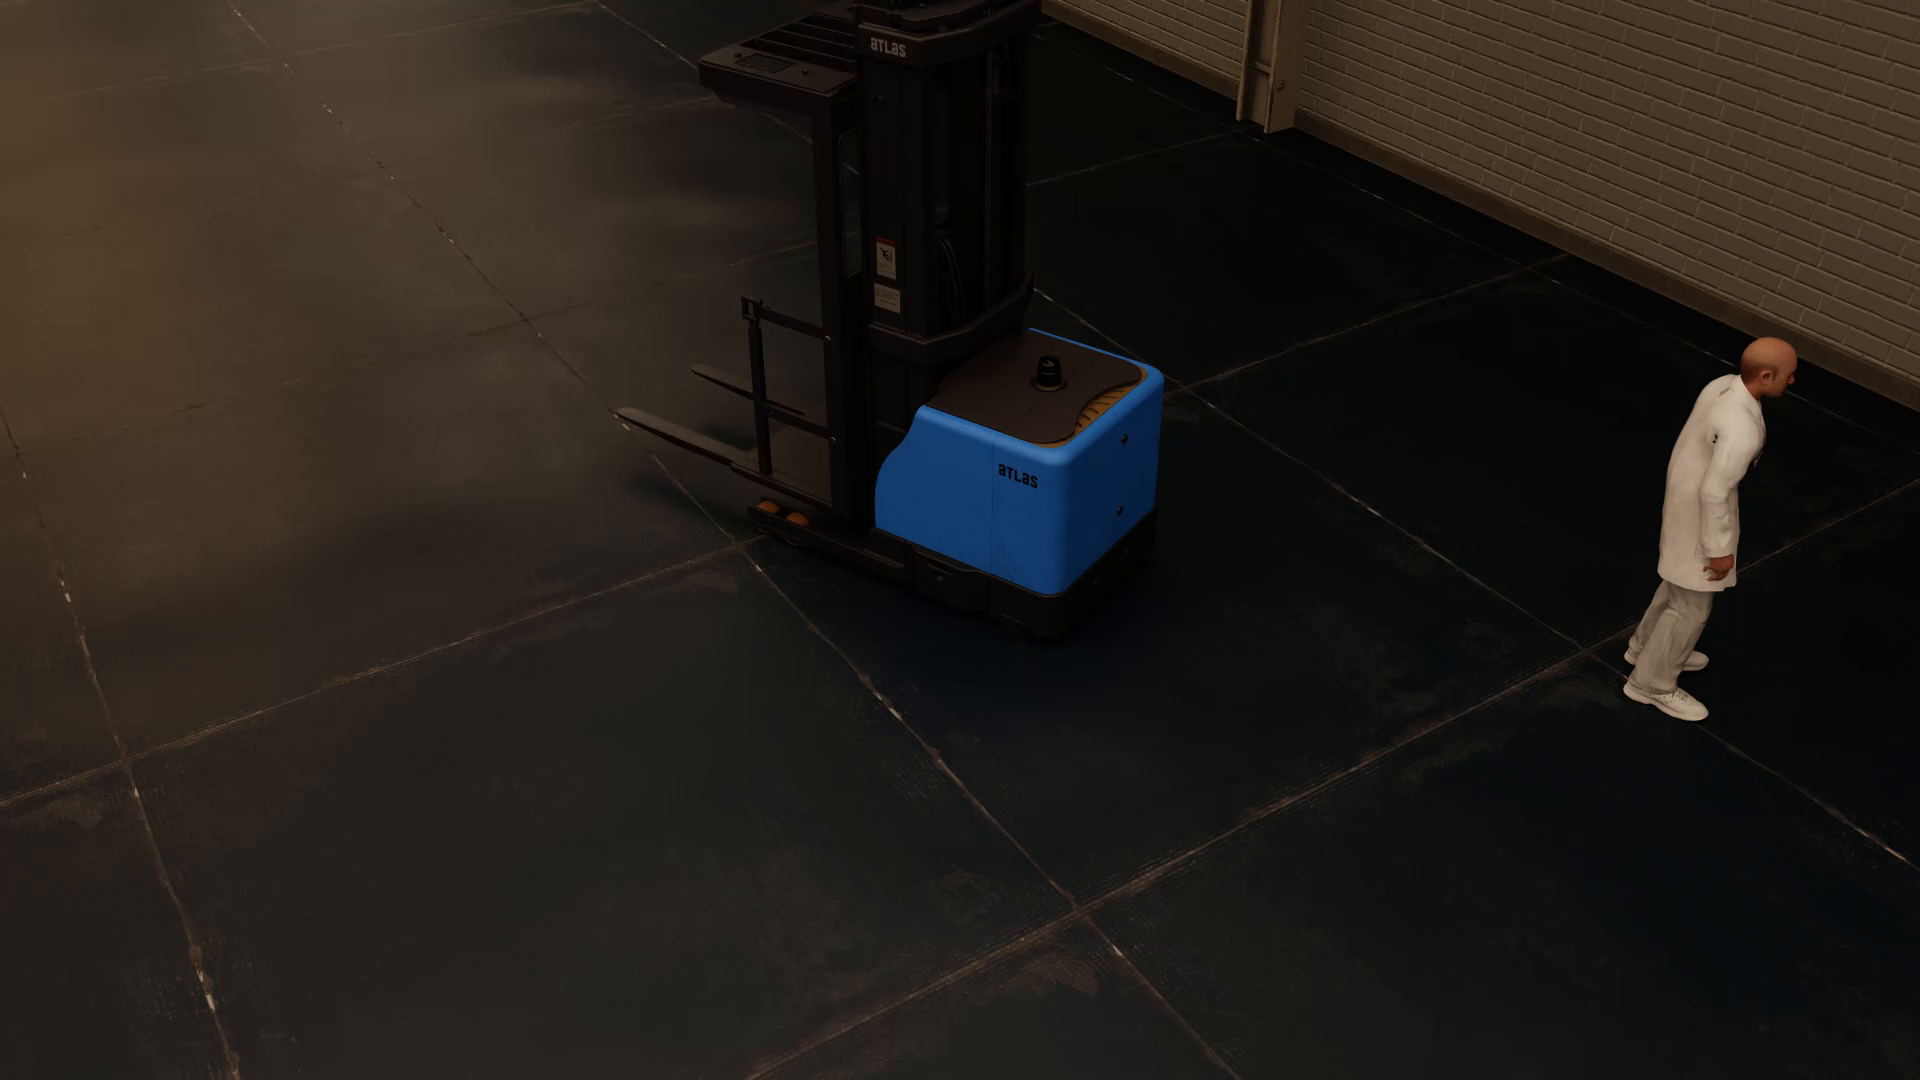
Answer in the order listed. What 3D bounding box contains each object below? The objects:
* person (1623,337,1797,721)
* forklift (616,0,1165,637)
[{"bbox_3d":[3.273,-0.086,7.276,0.425,1.775,0.656,11,36,15],"label":"person"},{"bbox_3d":[-0.500,-1.399,8.138,3.031,2.935,1.130,22,41,28],"label":"forklift"}]
